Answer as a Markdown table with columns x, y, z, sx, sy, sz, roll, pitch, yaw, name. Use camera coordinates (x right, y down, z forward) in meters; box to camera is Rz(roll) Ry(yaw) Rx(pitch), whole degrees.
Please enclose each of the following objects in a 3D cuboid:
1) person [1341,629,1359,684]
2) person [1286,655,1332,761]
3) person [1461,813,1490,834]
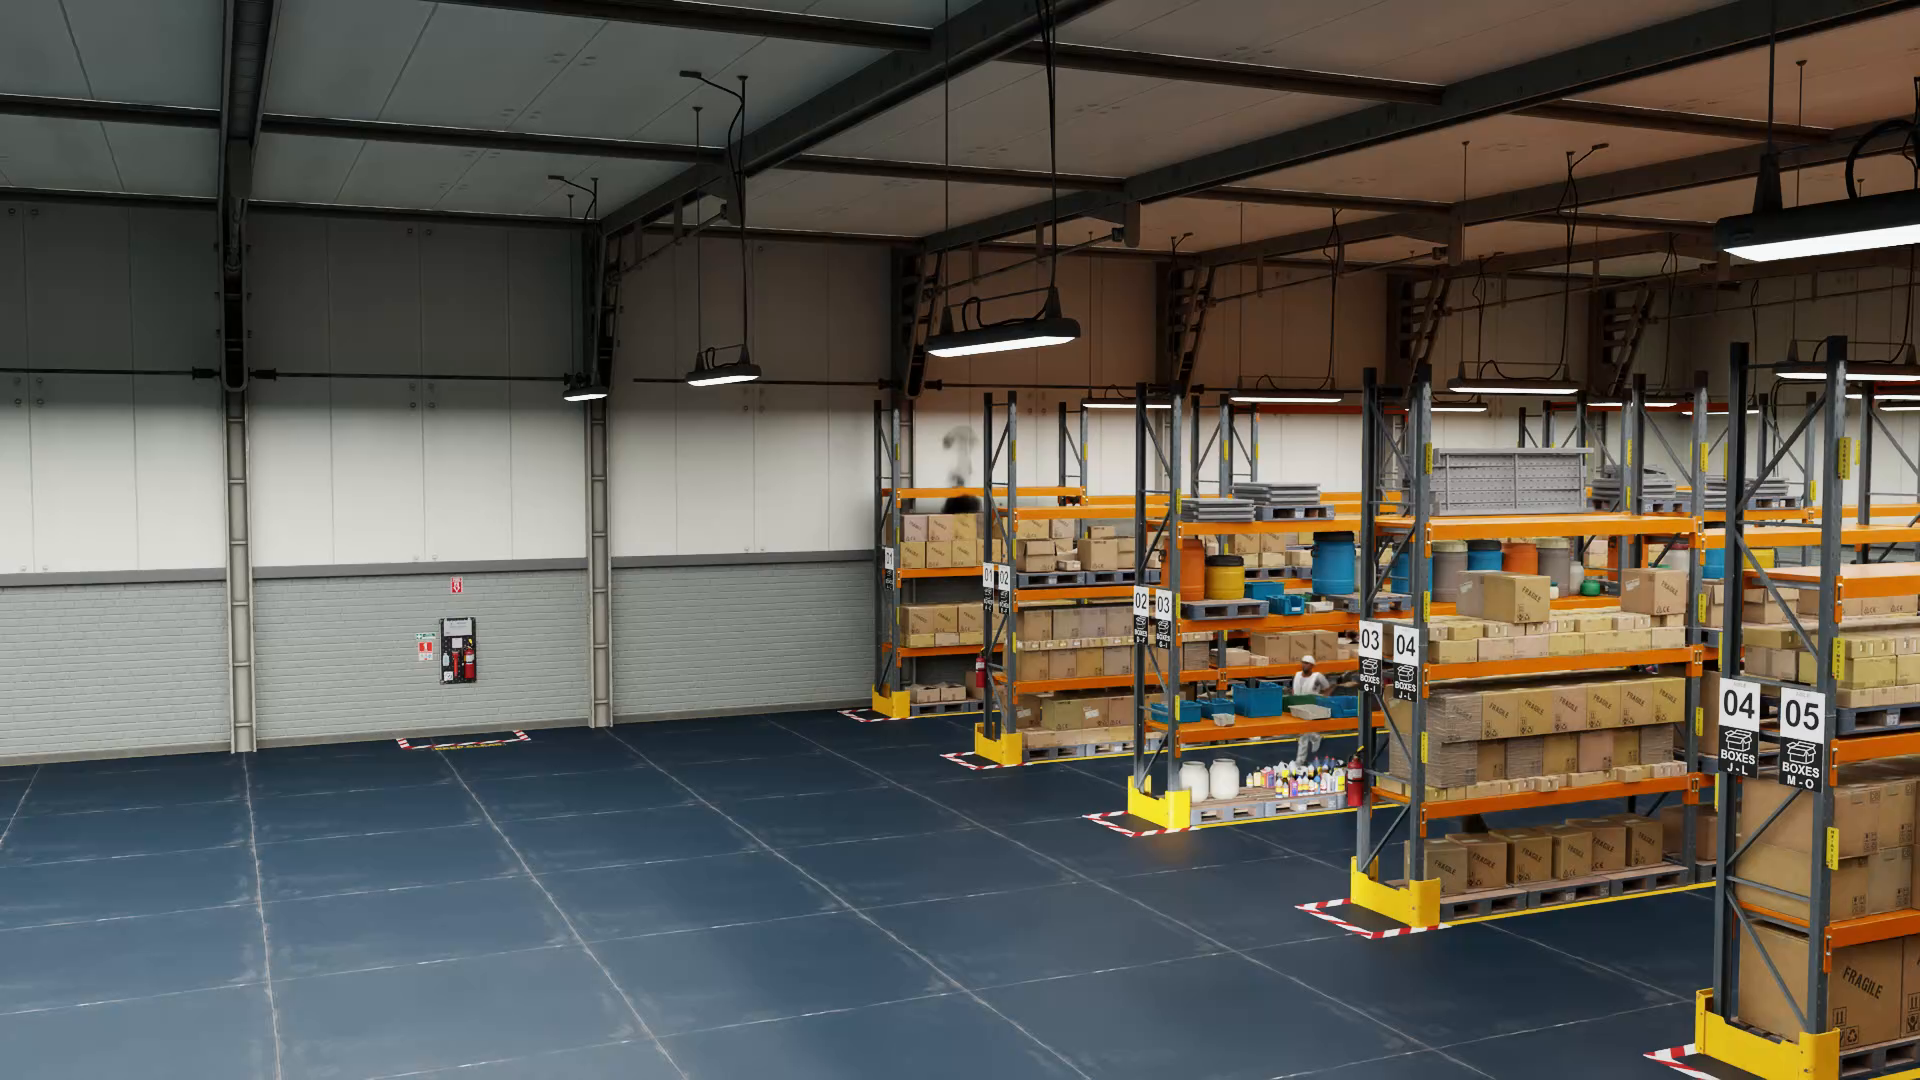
| x | y | z | sx | sy | sz | roll | pitch | yaw | name |
| --- | --- | --- | --- | --- | --- | --- | --- | --- | --- |
| 7.750 | 2.497 | 32.362 | 0.859 | 1.564 | 0.506 | -2 | 4 | -25 | person |
| 5.614 | 2.698 | 26.799 | 0.723 | 1.699 | 0.669 | -3 | 4 | -41 | person |
| 6.300 | 3.070 | 20.427 | 0.916 | 1.828 | 0.697 | -2 | 4 | -31 | person |
